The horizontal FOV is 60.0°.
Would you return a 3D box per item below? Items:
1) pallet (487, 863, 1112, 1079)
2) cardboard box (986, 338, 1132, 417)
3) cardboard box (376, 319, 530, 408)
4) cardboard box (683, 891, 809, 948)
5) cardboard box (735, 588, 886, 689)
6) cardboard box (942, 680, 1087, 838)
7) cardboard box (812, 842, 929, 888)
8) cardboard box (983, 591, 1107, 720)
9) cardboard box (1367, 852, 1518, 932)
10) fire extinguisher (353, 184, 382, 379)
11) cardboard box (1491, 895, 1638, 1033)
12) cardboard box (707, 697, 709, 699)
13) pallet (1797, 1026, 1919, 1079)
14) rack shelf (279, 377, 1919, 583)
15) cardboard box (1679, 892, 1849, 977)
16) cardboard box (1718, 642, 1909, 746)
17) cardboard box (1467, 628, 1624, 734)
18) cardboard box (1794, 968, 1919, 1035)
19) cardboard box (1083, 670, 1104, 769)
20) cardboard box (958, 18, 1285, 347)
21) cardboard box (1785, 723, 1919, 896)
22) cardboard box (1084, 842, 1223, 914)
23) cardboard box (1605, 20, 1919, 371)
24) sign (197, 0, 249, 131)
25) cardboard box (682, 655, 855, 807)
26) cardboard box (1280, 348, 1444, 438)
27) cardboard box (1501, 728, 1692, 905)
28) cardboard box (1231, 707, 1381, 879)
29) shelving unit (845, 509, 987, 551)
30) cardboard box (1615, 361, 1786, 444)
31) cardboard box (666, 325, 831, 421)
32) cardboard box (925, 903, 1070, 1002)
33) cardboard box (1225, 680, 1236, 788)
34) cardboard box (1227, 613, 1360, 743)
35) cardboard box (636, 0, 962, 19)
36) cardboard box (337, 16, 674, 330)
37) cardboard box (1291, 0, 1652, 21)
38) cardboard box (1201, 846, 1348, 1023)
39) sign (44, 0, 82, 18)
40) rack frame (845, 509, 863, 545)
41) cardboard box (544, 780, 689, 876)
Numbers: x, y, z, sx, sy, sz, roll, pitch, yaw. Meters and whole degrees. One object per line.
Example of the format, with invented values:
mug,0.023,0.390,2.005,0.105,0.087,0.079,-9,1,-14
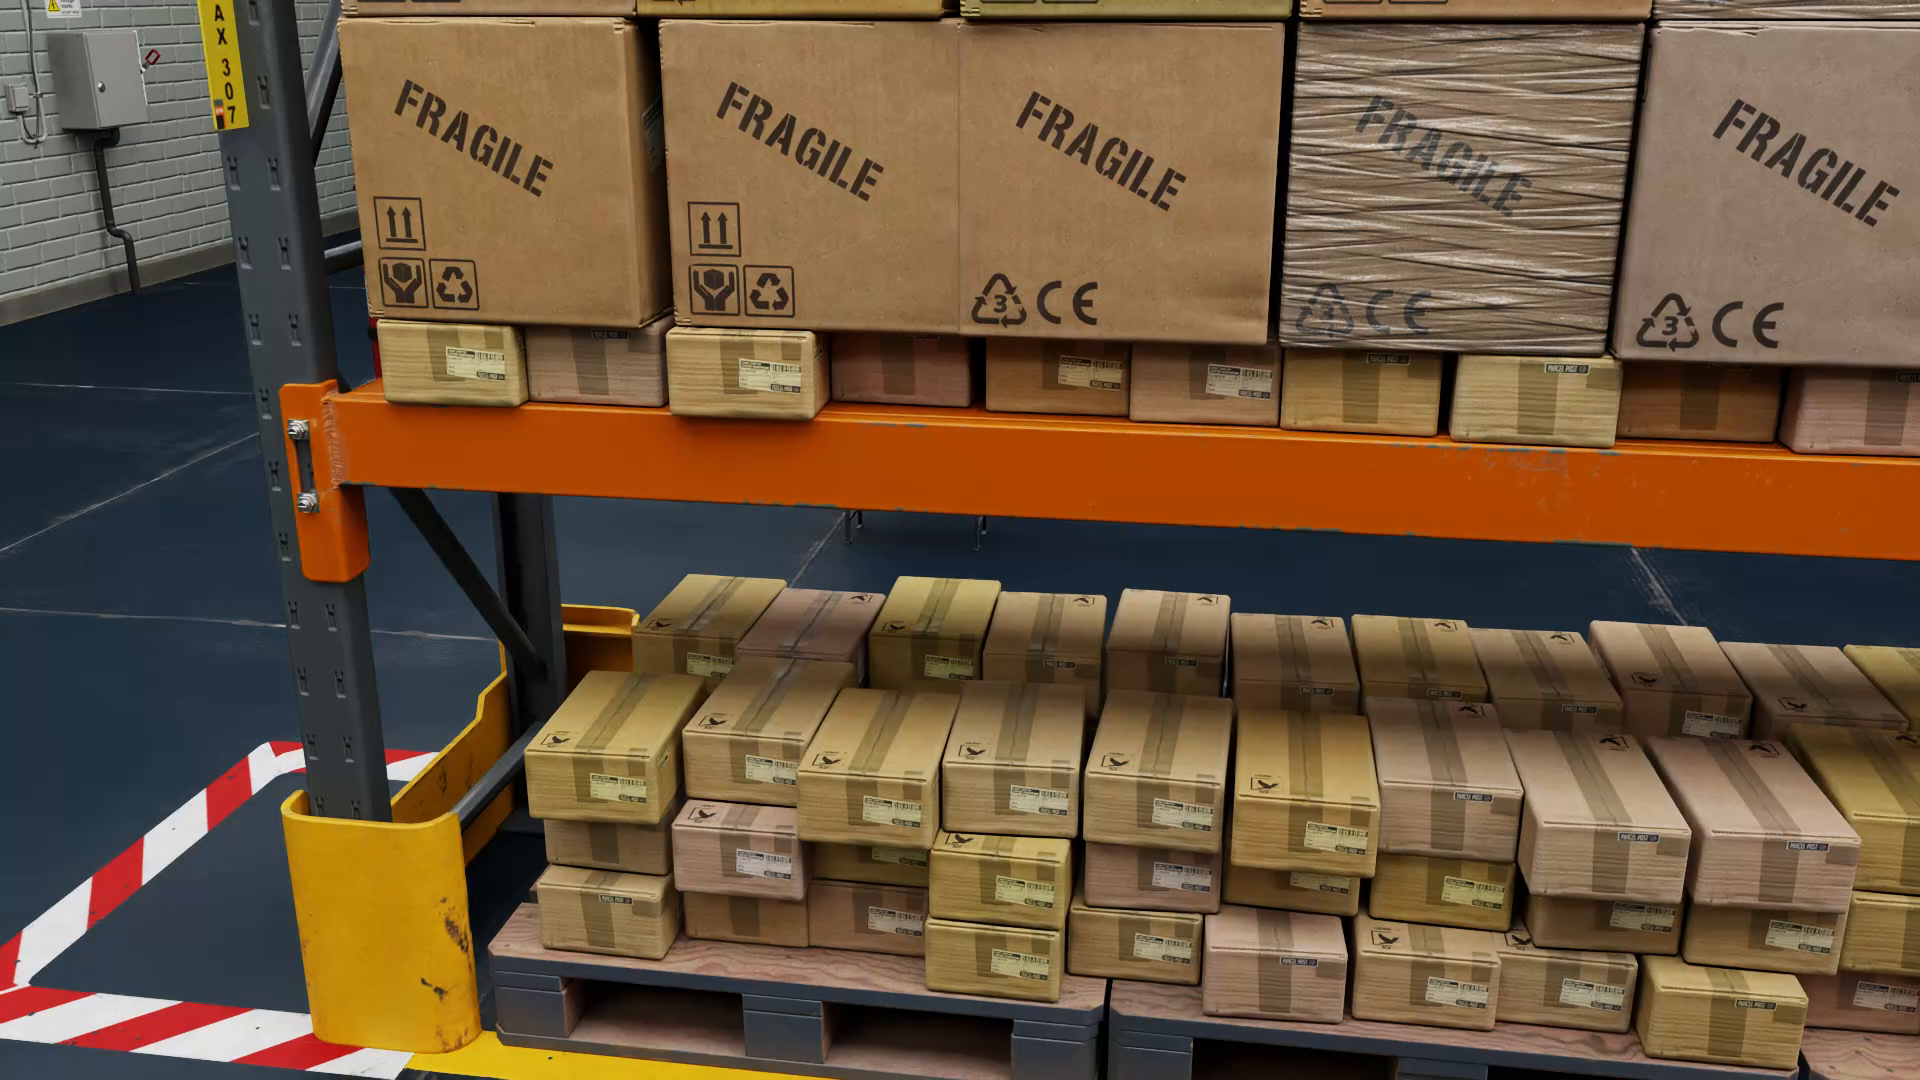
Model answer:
pallet,-0.258,0.776,3.651,1.213,0.211,1.003,3,19,9
cardboard box,0.195,-0.342,2.995,0.250,0.149,0.380,3,19,8
cardboard box,-0.861,-0.364,3.059,0.250,0.149,0.380,3,19,8
cardboard box,-0.391,0.665,3.420,0.250,0.149,0.380,3,19,8
cardboard box,-0.327,0.246,3.733,0.250,0.149,0.380,3,19,10
cardboard box,0.112,0.417,3.223,0.250,0.149,0.380,2,19,6
cardboard box,-0.135,0.532,3.347,0.250,0.149,0.380,3,19,9
cardboard box,0.194,0.253,3.714,0.250,0.149,0.380,2,19,6
cardboard box,0.917,0.580,3.203,0.250,0.149,0.380,4,19,11
fire extinguisher,-1.305,-0.546,3.917,0.183,0.674,0.296,3,19,9
cardboard box,1.110,0.753,3.157,0.250,0.149,0.380,3,19,10
cardboard box,-0.563,0.347,3.902,0.250,0.149,0.380,2,19,7
pallet,2.151,0.899,3.284,1.213,0.211,1.003,3,19,9
rack shelf,0.845,-0.160,3.189,4.000,0.370,1.077,3,19,9
cardboard box,1.435,0.627,3.064,0.250,0.149,0.380,3,19,10
cardboard box,1.732,0.352,3.417,0.250,0.149,0.380,2,19,7
cardboard box,1.211,0.326,3.496,0.250,0.149,0.380,2,19,6
cardboard box,1.624,0.755,3.149,0.250,0.149,0.380,2,19,7
cardboard box,0.200,0.418,3.688,0.250,0.149,0.380,3,19,8
cardboard box,0.284,-0.634,2.844,0.500,0.500,0.500,3,19,9
cardboard box,1.678,0.485,3.019,0.250,0.149,0.380,4,19,10
cardboard box,0.378,0.563,3.255,0.250,0.149,0.380,2,19,6
cardboard box,1.294,-0.577,2.674,0.500,0.500,0.500,3,19,8
sign,-1.215,-0.843,2.730,0.005,0.325,0.100,3,19,9
cardboard box,-0.374,0.378,3.341,0.250,0.149,0.380,3,19,10
cardboard box,0.687,-0.301,2.873,0.250,0.149,0.380,4,19,11
cardboard box,1.128,0.491,3.002,0.250,0.149,0.380,2,19,7
cardboard box,0.637,0.461,3.090,0.250,0.149,0.380,3,19,9
shelving unit,-0.163,-0.577,6.138,0.503,1.200,0.258,3,19,9
cardboard box,1.209,-0.288,2.833,0.250,0.149,0.380,3,19,8
cardboard box,-0.346,-0.334,2.969,0.250,0.149,0.380,2,19,7
cardboard box,0.090,0.722,3.248,0.250,0.149,0.380,3,19,9
cardboard box,0.714,0.413,3.703,0.250,0.149,0.380,4,19,11
cardboard box,0.711,0.297,3.583,0.250,0.149,0.380,2,19,7
cardboard box,-0.229,-1.136,2.768,0.500,0.500,0.500,3,19,10
cardboard box,-0.730,-0.681,2.986,0.500,0.500,0.500,4,19,11
cardboard box,0.785,-1.078,2.595,0.500,0.500,0.500,2,19,7
cardboard box,0.589,0.745,3.180,0.250,0.149,0.380,2,19,6
sign,-5.751,-3.470,10.645,0.001,0.242,0.339,3,19,9
rack frame,-0.404,-0.590,6.174,0.015,1.200,0.240,3,19,9
cardboard box,-0.653,0.516,3.395,0.250,0.149,0.380,4,19,11
